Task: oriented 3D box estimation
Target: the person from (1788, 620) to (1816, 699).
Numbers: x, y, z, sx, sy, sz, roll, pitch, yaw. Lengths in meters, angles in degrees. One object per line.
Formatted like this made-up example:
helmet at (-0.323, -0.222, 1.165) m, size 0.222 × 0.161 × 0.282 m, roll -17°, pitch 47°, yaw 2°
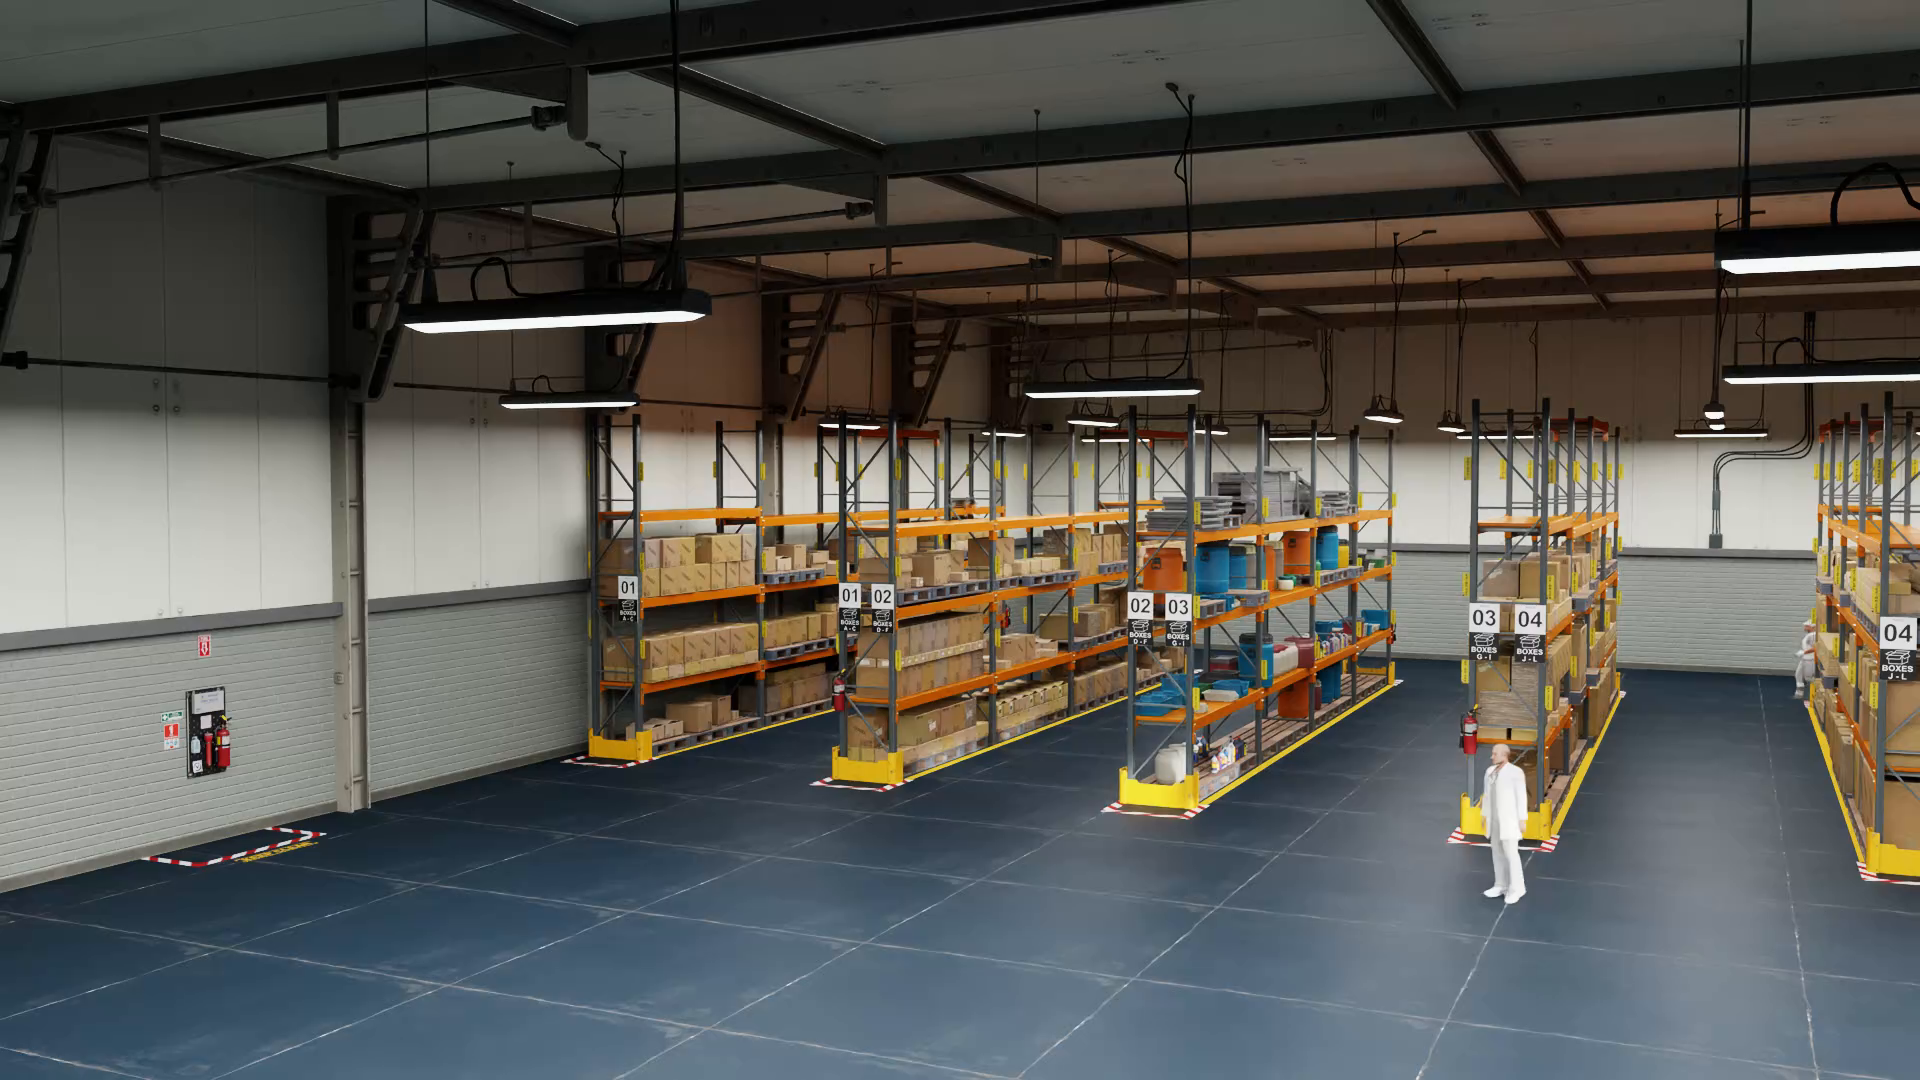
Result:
person at (18.583, 2.625, 36.365) m, size 0.775 × 1.778 × 0.691 m, roll 1°, pitch 2°, yaw 20°

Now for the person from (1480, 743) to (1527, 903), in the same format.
person at (6.357, 3.319, 19.563) m, size 0.403 × 1.833 × 0.634 m, roll -1°, pitch 3°, yaw -27°

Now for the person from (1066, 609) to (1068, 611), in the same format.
person at (2.610, 2.494, 39.884) m, size 1.029 × 1.735 × 0.613 m, roll -1°, pitch 3°, yaw -29°
